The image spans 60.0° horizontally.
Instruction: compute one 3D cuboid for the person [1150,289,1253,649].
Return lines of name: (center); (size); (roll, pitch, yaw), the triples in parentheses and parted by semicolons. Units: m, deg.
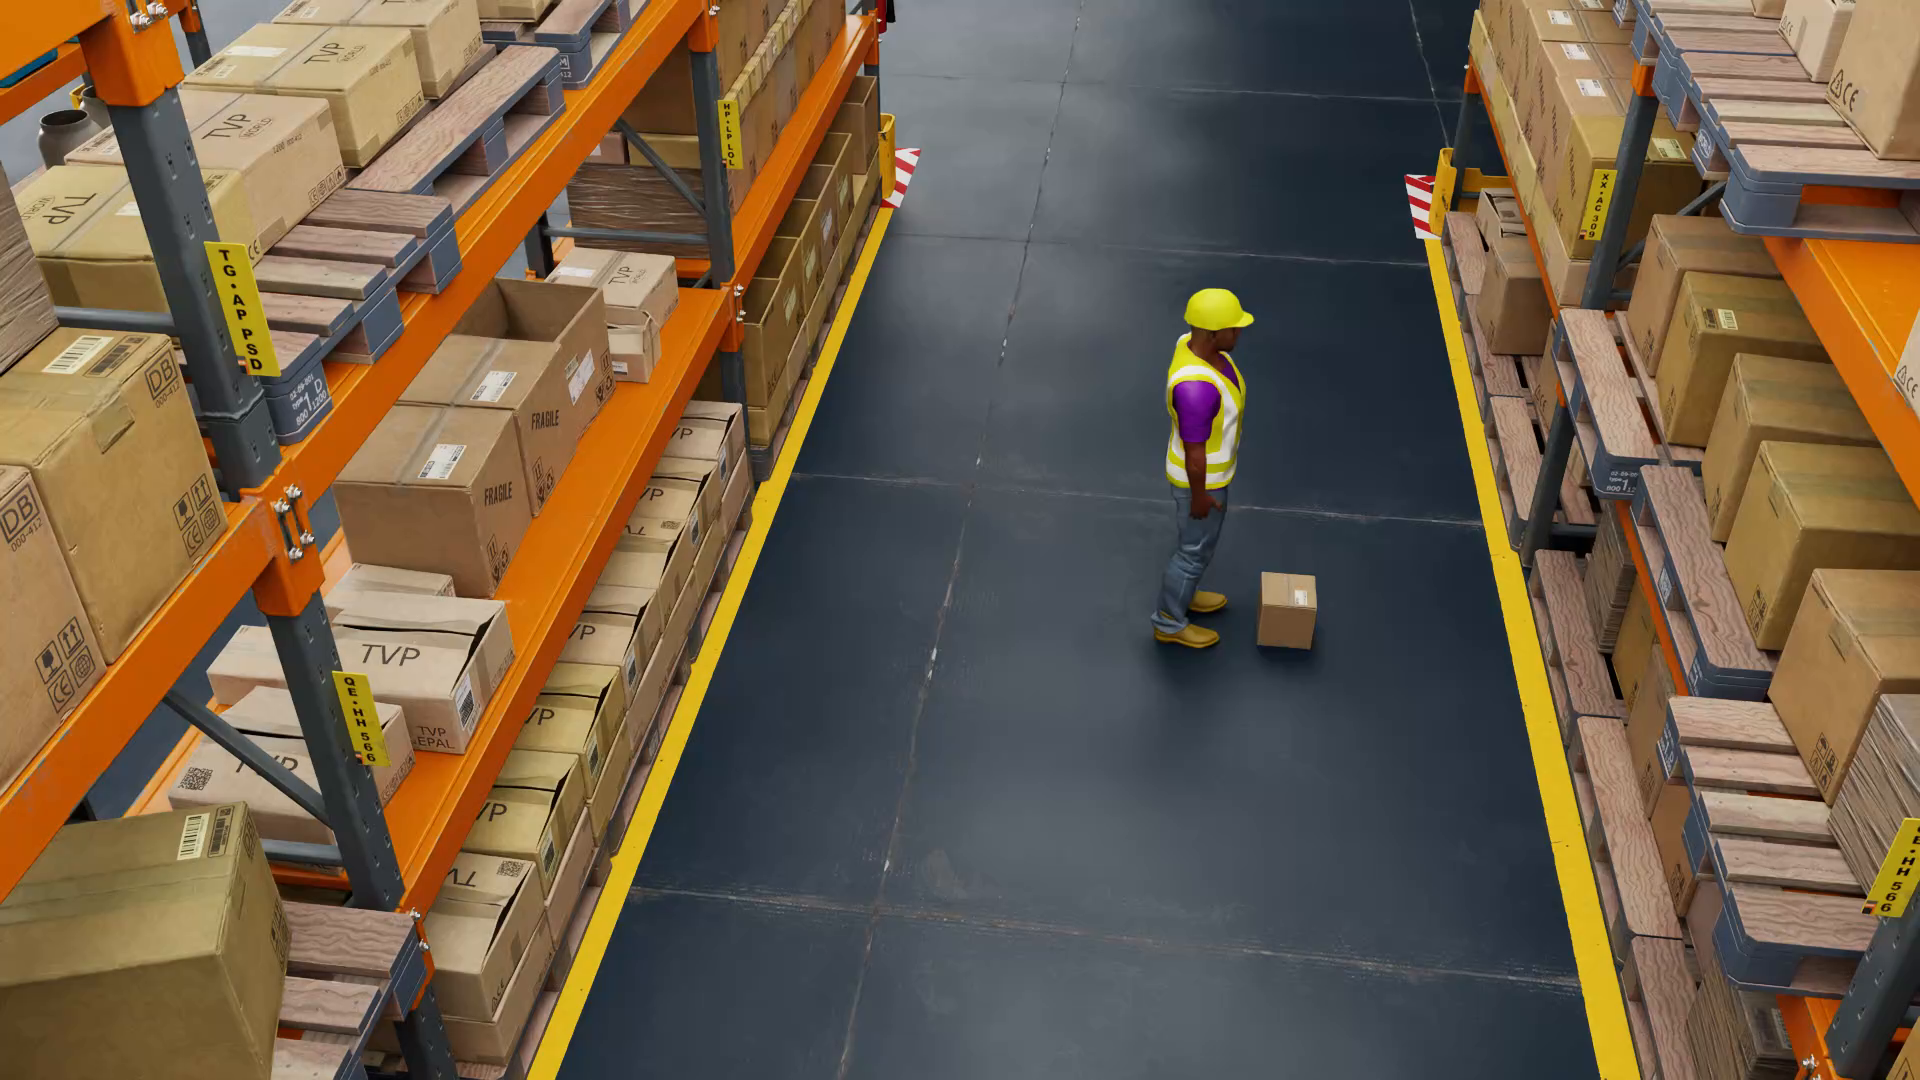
person: (1.088, -0.327, 7.477); (0.370, 1.765, 0.564); (6, 36, 8)
